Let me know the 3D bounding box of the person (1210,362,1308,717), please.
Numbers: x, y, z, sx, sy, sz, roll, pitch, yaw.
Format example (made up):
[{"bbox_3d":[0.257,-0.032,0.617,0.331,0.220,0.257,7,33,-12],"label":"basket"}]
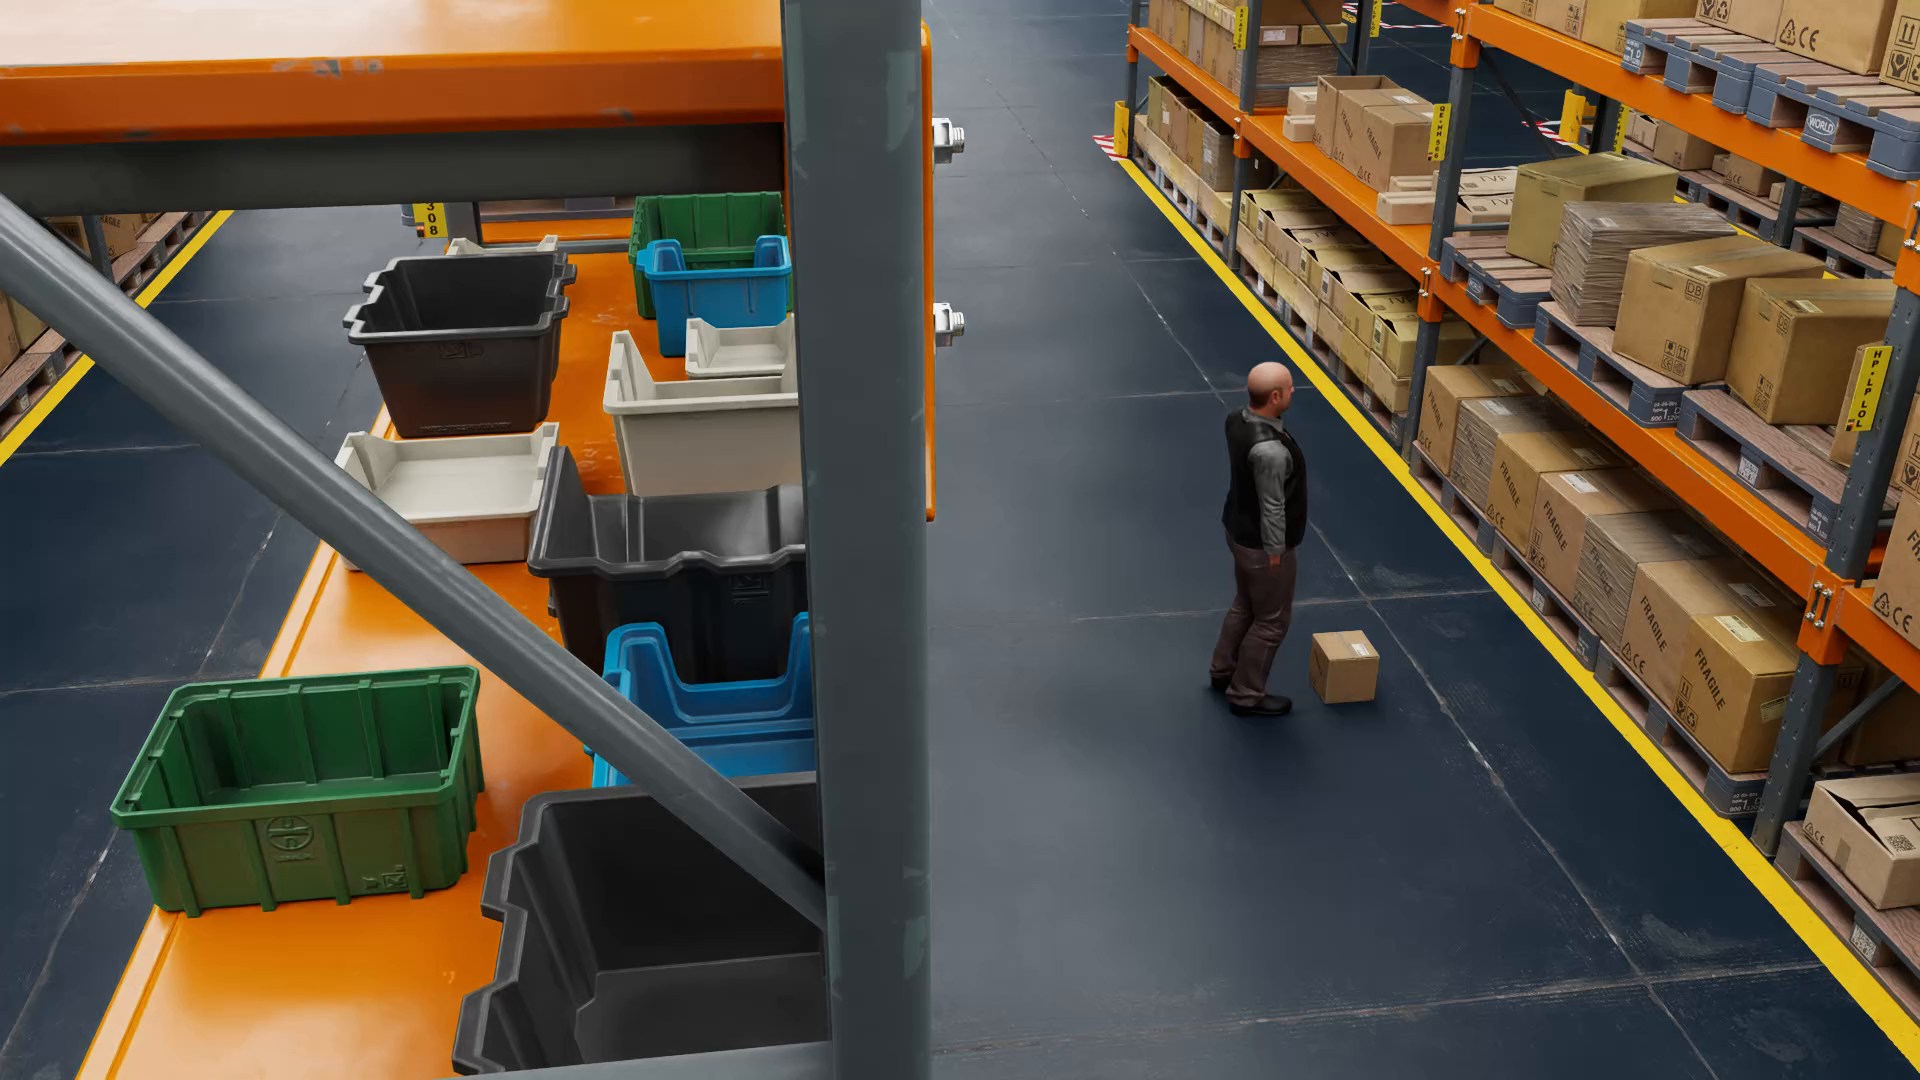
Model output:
[{"bbox_3d":[1.392,-0.002,7.688,0.361,1.740,0.531,-3,27,-6],"label":"person"}]
